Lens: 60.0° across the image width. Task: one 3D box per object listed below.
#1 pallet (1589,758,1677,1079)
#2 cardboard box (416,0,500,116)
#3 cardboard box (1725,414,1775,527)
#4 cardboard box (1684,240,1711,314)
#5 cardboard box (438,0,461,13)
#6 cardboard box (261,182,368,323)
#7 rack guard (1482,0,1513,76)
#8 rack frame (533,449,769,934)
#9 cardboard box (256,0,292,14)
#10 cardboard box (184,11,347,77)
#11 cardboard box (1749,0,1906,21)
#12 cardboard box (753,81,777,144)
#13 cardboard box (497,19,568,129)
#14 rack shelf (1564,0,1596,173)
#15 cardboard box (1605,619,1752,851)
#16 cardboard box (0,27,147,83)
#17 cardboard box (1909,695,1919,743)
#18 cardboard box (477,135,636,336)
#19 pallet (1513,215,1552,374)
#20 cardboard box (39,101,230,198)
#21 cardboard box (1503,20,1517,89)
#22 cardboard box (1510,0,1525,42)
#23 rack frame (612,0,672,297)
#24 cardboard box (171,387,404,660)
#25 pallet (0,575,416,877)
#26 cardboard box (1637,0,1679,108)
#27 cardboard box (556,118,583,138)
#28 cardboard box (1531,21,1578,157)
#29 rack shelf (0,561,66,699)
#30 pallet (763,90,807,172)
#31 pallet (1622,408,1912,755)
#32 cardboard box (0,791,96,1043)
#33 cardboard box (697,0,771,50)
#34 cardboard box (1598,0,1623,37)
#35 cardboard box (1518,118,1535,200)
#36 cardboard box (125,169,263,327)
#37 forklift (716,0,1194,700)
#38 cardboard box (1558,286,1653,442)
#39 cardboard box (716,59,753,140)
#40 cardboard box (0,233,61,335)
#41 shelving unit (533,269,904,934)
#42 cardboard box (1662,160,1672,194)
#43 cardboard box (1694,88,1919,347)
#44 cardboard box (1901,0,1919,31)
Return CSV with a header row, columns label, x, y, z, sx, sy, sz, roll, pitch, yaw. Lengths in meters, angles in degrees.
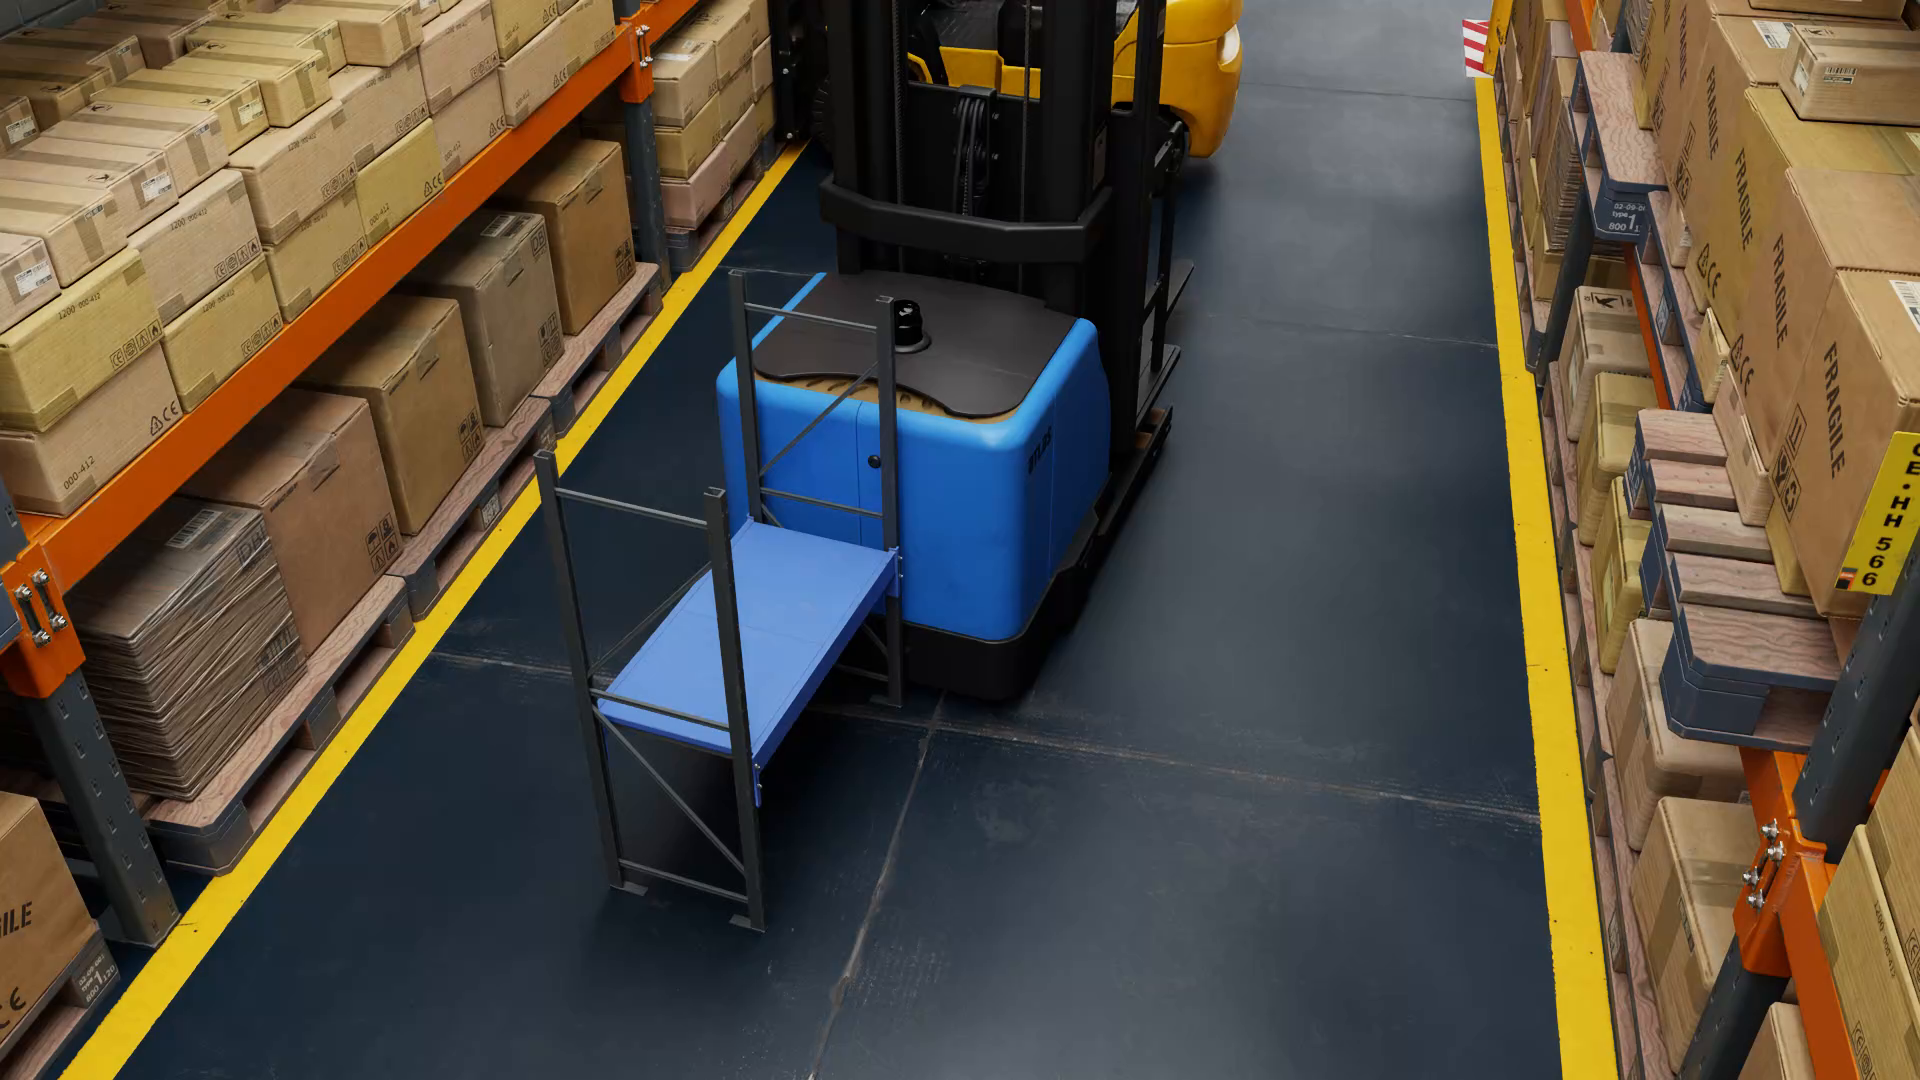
label,x,y,z,sx,sy,sz,roll,pitch,yaw
pallet,2.292,1.140,4.497,1.003,0.211,1.213,7,37,10
cardboard box,-1.945,-1.694,5.734,0.500,0.250,0.500,8,37,11
cardboard box,1.960,-0.140,3.743,0.380,0.149,0.250,7,37,10
cardboard box,2.217,-0.725,4.551,0.380,0.149,0.250,6,36,8
cardboard box,-1.913,-1.940,5.733,0.380,0.149,0.250,6,36,9
cardboard box,-2.177,-0.908,5.075,0.500,0.250,0.500,6,36,8
rack guard,3.816,-3.072,10.062,1.175,0.500,0.348,7,37,10
rack frame,-0.782,0.449,4.353,0.500,1.500,0.032,12,38,17
cardboard box,-2.481,-1.859,5.620,0.380,0.149,0.250,7,37,10
cardboard box,-2.144,-1.513,5.143,0.380,0.149,0.250,7,37,10
cardboard box,2.401,-1.567,4.607,0.380,0.149,0.250,9,37,13
cardboard box,-1.257,-2.336,8.903,0.500,0.250,0.500,8,37,11
cardboard box,-1.826,-1.783,6.282,0.500,0.250,0.500,7,37,10
rack shelf,3.405,-2.690,8.018,1.077,0.370,4.000,7,37,10
cardboard box,2.404,0.606,4.739,0.950,0.372,0.625,7,36,9
cardboard box,-2.705,-1.424,5.021,0.380,0.149,0.250,7,36,9
cardboard box,1.779,0.266,2.390,0.500,0.500,0.500,6,36,8
cardboard box,-1.972,-1.362,7.239,0.875,0.625,0.625,9,37,12
pallet,3.087,-1.095,7.581,1.003,0.211,1.213,7,37,10
cardboard box,-2.241,-1.065,4.526,0.380,0.149,0.250,8,37,10
cardboard box,3.390,-2.756,9.482,0.500,0.250,0.500,7,37,10
cardboard box,3.385,-3.046,9.243,0.500,0.500,0.500,6,36,8
rack frame,-1.872,-2.454,7.080,1.000,3.000,0.127,7,37,10
cardboard box,-2.448,-0.101,5.499,0.875,0.625,0.625,8,37,11
pallet,-2.512,0.501,5.379,1.003,0.211,1.213,7,37,10
cardboard box,2.491,-1.645,5.267,0.500,0.500,0.500,7,37,10
cardboard box,-1.968,-2.018,8.038,0.500,0.250,0.500,7,36,9
cardboard box,3.057,-2.152,8.009,0.500,0.500,0.500,9,37,12
rack shelf,-3.153,1.277,2.545,1.077,0.370,4.000,7,37,10
pallet,-1.403,-2.478,9.488,1.003,0.211,1.213,7,37,10
pallet,2.172,0.115,3.699,1.213,0.211,1.003,7,37,10
cardboard box,-2.607,0.950,4.155,0.500,0.500,0.500,8,37,11
cardboard box,-1.248,-2.733,8.597,0.500,0.250,0.500,9,37,12
cardboard box,2.830,-2.281,6.503,0.500,0.500,0.500,6,36,9
cardboard box,3.059,-1.861,8.247,0.500,0.250,0.500,8,37,11
cardboard box,-2.285,-0.814,4.518,0.500,0.250,0.500,8,37,11
forklift,0.221,-1.529,5.862,1.130,2.935,3.031,13,38,17
cardboard box,2.868,-0.639,6.458,0.950,0.372,0.625,8,37,11
cardboard box,-1.361,-2.241,8.345,0.500,0.250,0.500,7,37,10
cardboard box,-2.371,-0.610,3.898,0.380,0.149,0.250,8,37,11
shelving unit,-0.602,0.170,4.738,0.538,1.500,1.048,12,38,17
cardboard box,2.408,-1.169,5.163,0.380,0.149,0.250,8,37,11
cardboard box,2.155,-0.755,4.039,0.500,0.500,0.500,5,36,7
cardboard box,2.883,-1.292,4.780,0.500,0.500,0.500,9,37,12
